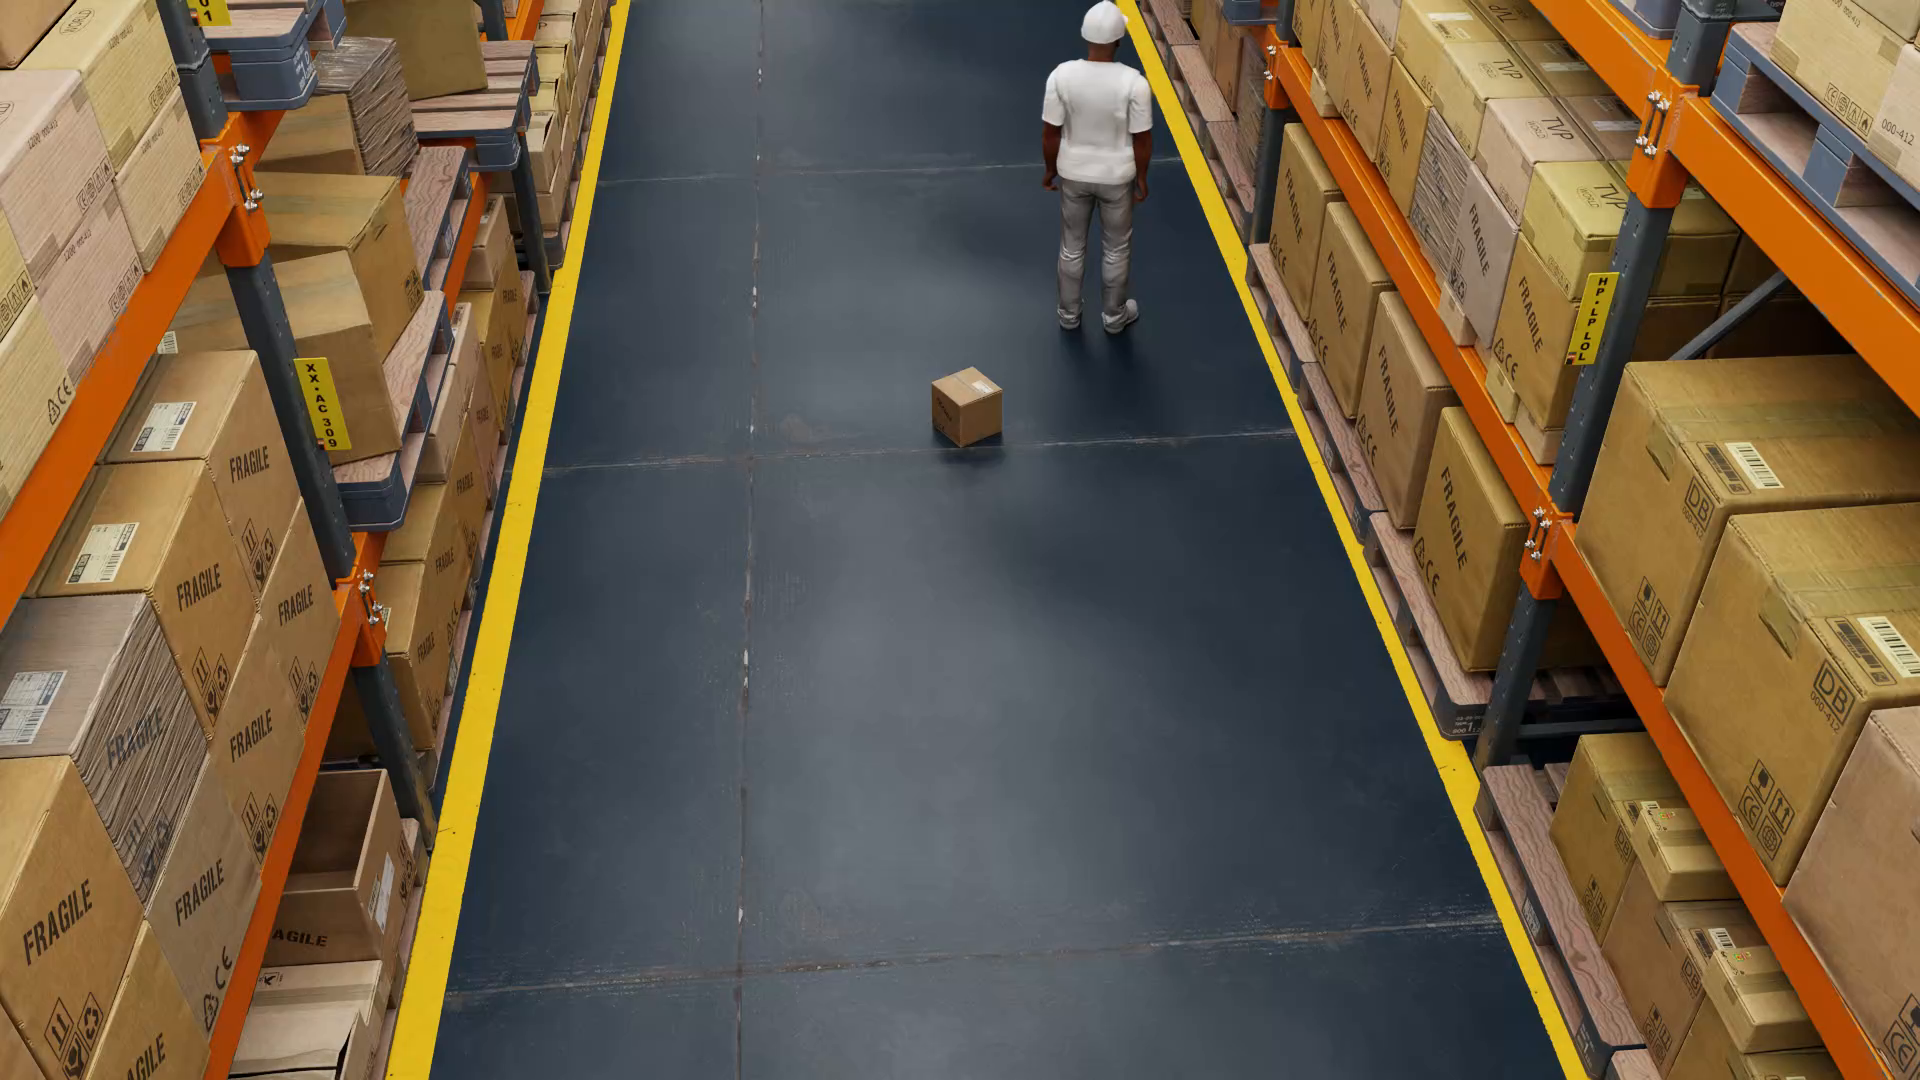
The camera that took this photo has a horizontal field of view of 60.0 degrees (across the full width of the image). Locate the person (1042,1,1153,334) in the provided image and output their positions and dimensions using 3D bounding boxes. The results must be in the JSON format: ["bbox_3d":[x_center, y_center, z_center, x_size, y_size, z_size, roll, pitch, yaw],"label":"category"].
[{"bbox_3d":[0.697,-1.874,8.455,0.554,1.771,0.386,9,40,11],"label":"person"}]
